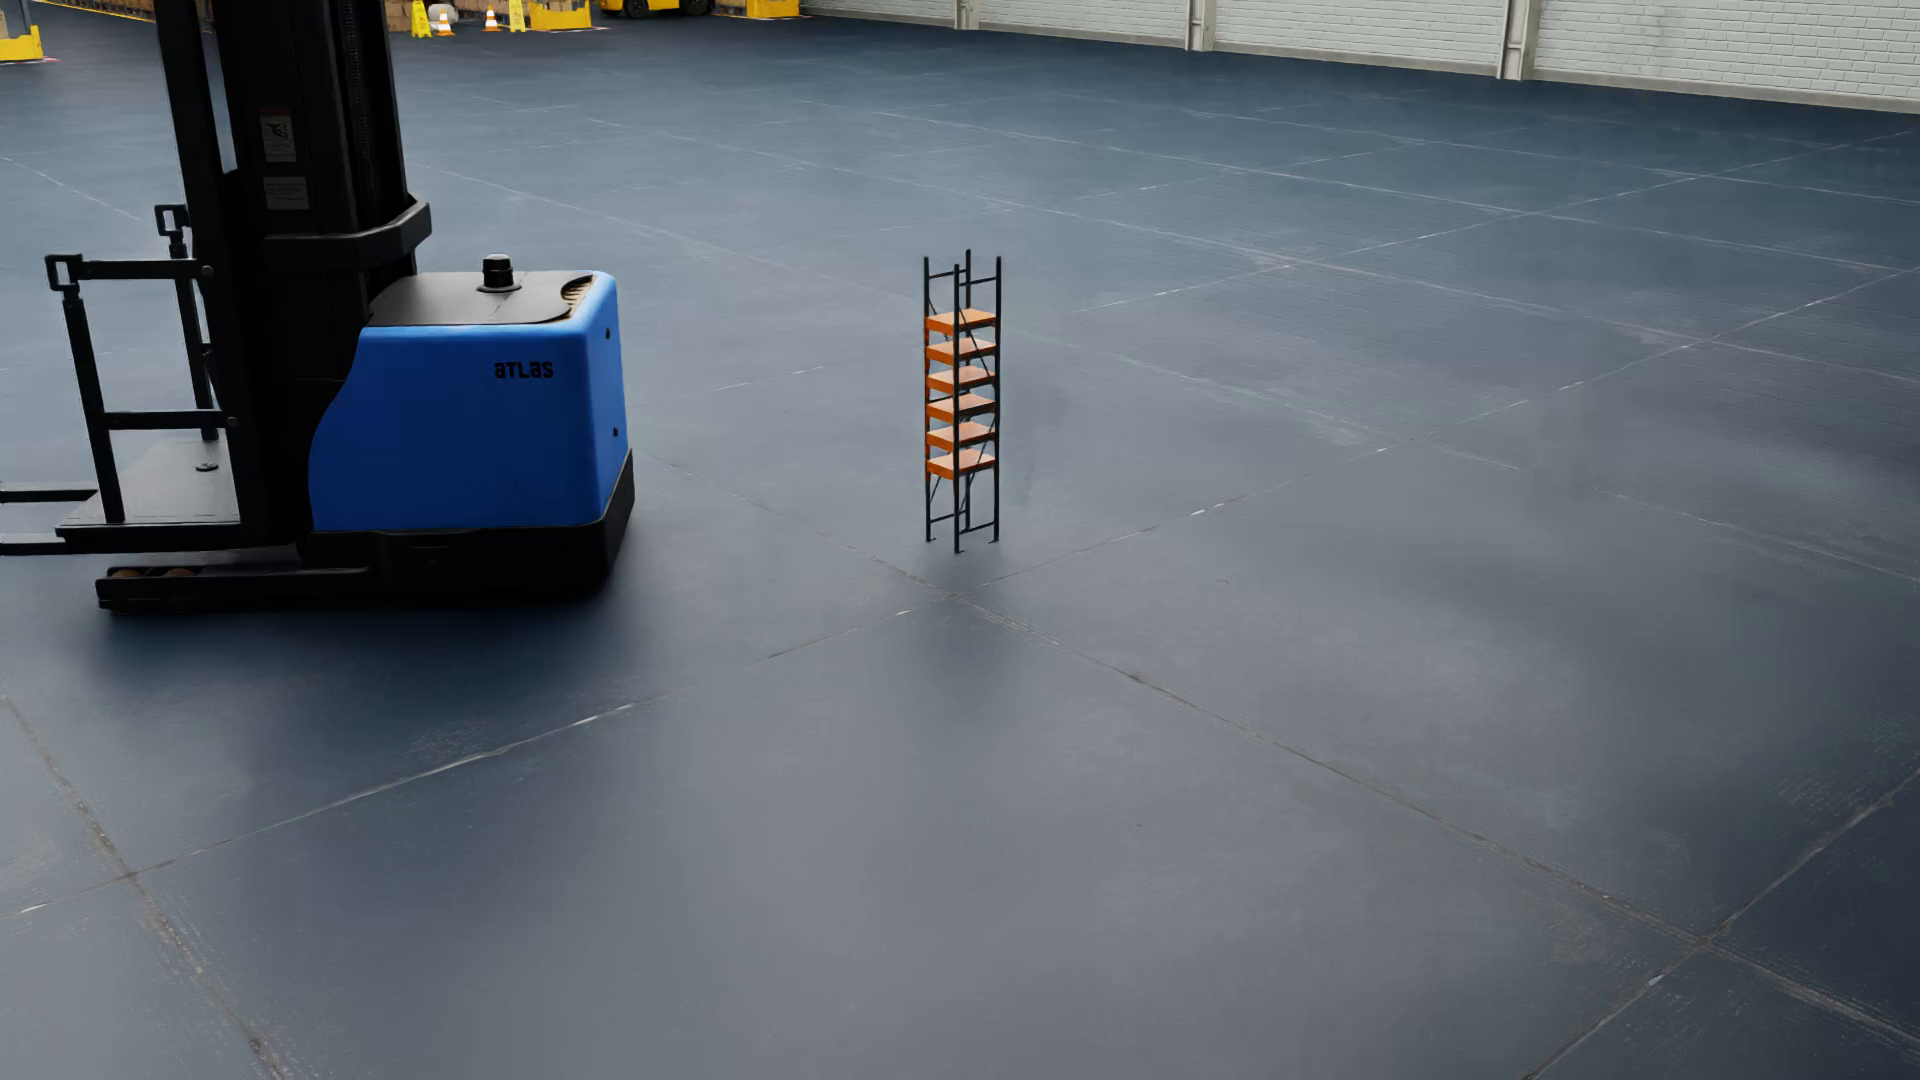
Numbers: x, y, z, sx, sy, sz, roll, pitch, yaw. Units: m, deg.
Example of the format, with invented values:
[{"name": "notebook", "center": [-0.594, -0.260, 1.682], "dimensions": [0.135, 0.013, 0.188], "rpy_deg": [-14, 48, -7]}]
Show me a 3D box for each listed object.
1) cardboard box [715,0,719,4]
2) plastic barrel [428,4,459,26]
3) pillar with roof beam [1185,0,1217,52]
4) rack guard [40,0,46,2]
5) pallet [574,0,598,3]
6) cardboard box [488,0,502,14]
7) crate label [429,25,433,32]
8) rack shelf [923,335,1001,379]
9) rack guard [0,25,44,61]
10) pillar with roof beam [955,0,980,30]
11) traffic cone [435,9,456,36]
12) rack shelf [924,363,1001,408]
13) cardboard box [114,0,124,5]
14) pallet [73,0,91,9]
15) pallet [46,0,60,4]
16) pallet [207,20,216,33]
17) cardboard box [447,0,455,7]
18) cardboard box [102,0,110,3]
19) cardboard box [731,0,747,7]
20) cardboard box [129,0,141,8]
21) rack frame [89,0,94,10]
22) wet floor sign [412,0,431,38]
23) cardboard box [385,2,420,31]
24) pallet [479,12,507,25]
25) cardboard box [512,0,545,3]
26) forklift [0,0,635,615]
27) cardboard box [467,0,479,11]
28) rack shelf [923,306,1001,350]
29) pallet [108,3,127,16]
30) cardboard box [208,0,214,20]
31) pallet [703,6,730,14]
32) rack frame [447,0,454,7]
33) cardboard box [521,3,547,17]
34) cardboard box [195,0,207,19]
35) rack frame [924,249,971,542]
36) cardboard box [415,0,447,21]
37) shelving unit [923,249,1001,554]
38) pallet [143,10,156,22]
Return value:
[{"name": "cardboard box", "center": [-5.188, -11.845, 36.308], "dimensions": [0.500, 0.250, 0.500], "rpy_deg": [-17, 27, -37]}, {"name": "plastic barrel", "center": [-10.258, -10.423, 33.016], "dimensions": [0.512, 0.421, 0.421], "rpy_deg": [0, 21, -1]}, {"name": "pillar with roof beam", "center": [0.795, -11.455, 23.892], "dimensions": [9.100, 9.000, 0.400], "rpy_deg": [-17, 27, -37]}, {"name": "rack guard", "center": [-21.841, -13.442, 40.618], "dimensions": [1.175, 0.500, 0.348], "rpy_deg": [-17, 27, -37]}, {"name": "pallet", "center": [-8.719, -13.270, 40.576], "dimensions": [1.003, 0.211, 1.213], "rpy_deg": [-17, 27, -37]}, {"name": "cardboard box", "center": [-9.172, -10.775, 33.576], "dimensions": [0.500, 0.250, 0.500], "rpy_deg": [-19, 28, -39]}, {"name": "crate label", "center": [-10.199, -9.736, 31.653], "dimensions": [0.298, 0.136, 0.250], "rpy_deg": [7, 23, 18]}, {"name": "rack shelf", "center": [0.009, -0.737, 6.684], "dimensions": [0.258, 0.103, 0.180], "rpy_deg": [-17, 27, -37]}, {"name": "rack guard", "center": [-15.320, -7.910, 26.495], "dimensions": [1.175, 0.500, 0.348], "rpy_deg": [-17, 27, -37]}, {"name": "pillar with roof beam", "center": [-3.121, -13.113, 28.124], "dimensions": [9.100, 9.000, 0.400], "rpy_deg": [-17, 27, -37]}, {"name": "traffic cone", "center": [-9.639, -9.685, 31.076], "dimensions": [0.336, 0.463, 0.334], "rpy_deg": [-17, 27, -37]}, {"name": "rack shelf", "center": [0.009, -0.625, 6.727], "dimensions": [0.258, 0.103, 0.180], "rpy_deg": [-17, 27, -37]}, {"name": "cardboard box", "center": [-17.990, -11.854, 35.988], "dimensions": [0.500, 0.500, 0.500], "rpy_deg": [-19, 28, -40]}, {"name": "pallet", "center": [-19.745, -12.400, 38.355], "dimensions": [1.003, 0.211, 1.213], "rpy_deg": [-17, 27, -37]}, {"name": "pallet", "center": [-21.337, -13.074, 40.076], "dimensions": [1.003, 0.211, 1.213], "rpy_deg": [-17, 27, -37]}, {"name": "pallet", "center": [-13.620, -9.784, 31.675], "dimensions": [1.003, 0.211, 1.213], "rpy_deg": [-17, 27, -37]}, {"name": "cardboard box", "center": [-10.718, -11.634, 35.602], "dimensions": [0.950, 0.372, 0.625], "rpy_deg": [-17, 27, -37]}, {"name": "cardboard box", "center": [-18.651, -12.140, 36.719], "dimensions": [0.500, 0.500, 0.500], "rpy_deg": [-16, 26, -35]}, {"name": "cardboard box", "center": [-4.551, -11.565, 35.593], "dimensions": [0.500, 0.250, 0.500], "rpy_deg": [-17, 27, -37]}, {"name": "cardboard box", "center": [-17.296, -11.568, 35.257], "dimensions": [0.500, 0.500, 0.500], "rpy_deg": [-18, 27, -38]}, {"name": "rack frame", "center": [-19.279, -13.522, 37.394], "dimensions": [1.000, 3.000, 0.127], "rpy_deg": [-17, 27, -37]}, {"name": "wet floor sign", "center": [-9.928, -9.573, 30.541], "dimensions": [0.232, 0.644, 0.267], "rpy_deg": [17, 27, 36]}, {"name": "cardboard box", "center": [-10.827, -10.133, 32.164], "dimensions": [0.637, 0.503, 0.797], "rpy_deg": [3, 22, 9]}, {"name": "pallet", "center": [-9.108, -10.705, 34.026], "dimensions": [1.003, 0.211, 1.213], "rpy_deg": [-17, 27, -37]}, {"name": "cardboard box", "center": [-8.483, -10.836, 32.704], "dimensions": [0.500, 0.500, 0.500], "rpy_deg": [-17, 27, -37]}, {"name": "forklift", "center": [-2.897, -1.283, 6.241], "dimensions": [3.031, 2.935, 1.130], "rpy_deg": [-1, 21, -3]}, {"name": "cardboard box", "center": [-9.836, -11.061, 34.305], "dimensions": [0.500, 0.250, 0.500], "rpy_deg": [-16, 26, -34]}, {"name": "rack shelf", "center": [0.009, -0.849, 6.640], "dimensions": [0.258, 0.103, 0.180], "rpy_deg": [-17, 27, -37]}, {"name": "pallet", "center": [-17.970, -11.671, 36.493], "dimensions": [1.003, 0.211, 1.213], "rpy_deg": [-17, 27, -37]}, {"name": "cardboard box", "center": [-13.700, -10.327, 31.575], "dimensions": [0.875, 0.875, 0.875], "rpy_deg": [-17, 27, -37]}, {"name": "pallet", "center": [-5.328, -11.835, 36.911], "dimensions": [1.003, 0.211, 1.213], "rpy_deg": [-17, 27, -37]}, {"name": "rack frame", "center": [-10.373, -12.518, 34.831], "dimensions": [1.000, 3.000, 0.127], "rpy_deg": [-17, 27, -37]}, {"name": "cardboard box", "center": [-8.510, -10.494, 32.857], "dimensions": [0.500, 0.250, 0.500], "rpy_deg": [-18, 27, -38]}, {"name": "cardboard box", "center": [-14.531, -10.609, 32.468], "dimensions": [1.050, 0.750, 0.750], "rpy_deg": [-18, 27, -38]}, {"name": "rack frame", "center": [-0.050, -0.580, 6.820], "dimensions": [0.240, 1.200, 0.006], "rpy_deg": [-17, 27, -37]}, {"name": "cardboard box", "center": [-10.705, -10.735, 33.703], "dimensions": [0.500, 0.500, 0.500], "rpy_deg": [0, 21, -1]}, {"name": "shelving unit", "center": [0.009, -0.555, 6.755], "dimensions": [0.258, 1.200, 0.189], "rpy_deg": [-17, 27, -37]}, {"name": "pallet", "center": [-16.211, -10.882, 34.479], "dimensions": [1.003, 0.211, 1.213], "rpy_deg": [-17, 27, -37]}]
